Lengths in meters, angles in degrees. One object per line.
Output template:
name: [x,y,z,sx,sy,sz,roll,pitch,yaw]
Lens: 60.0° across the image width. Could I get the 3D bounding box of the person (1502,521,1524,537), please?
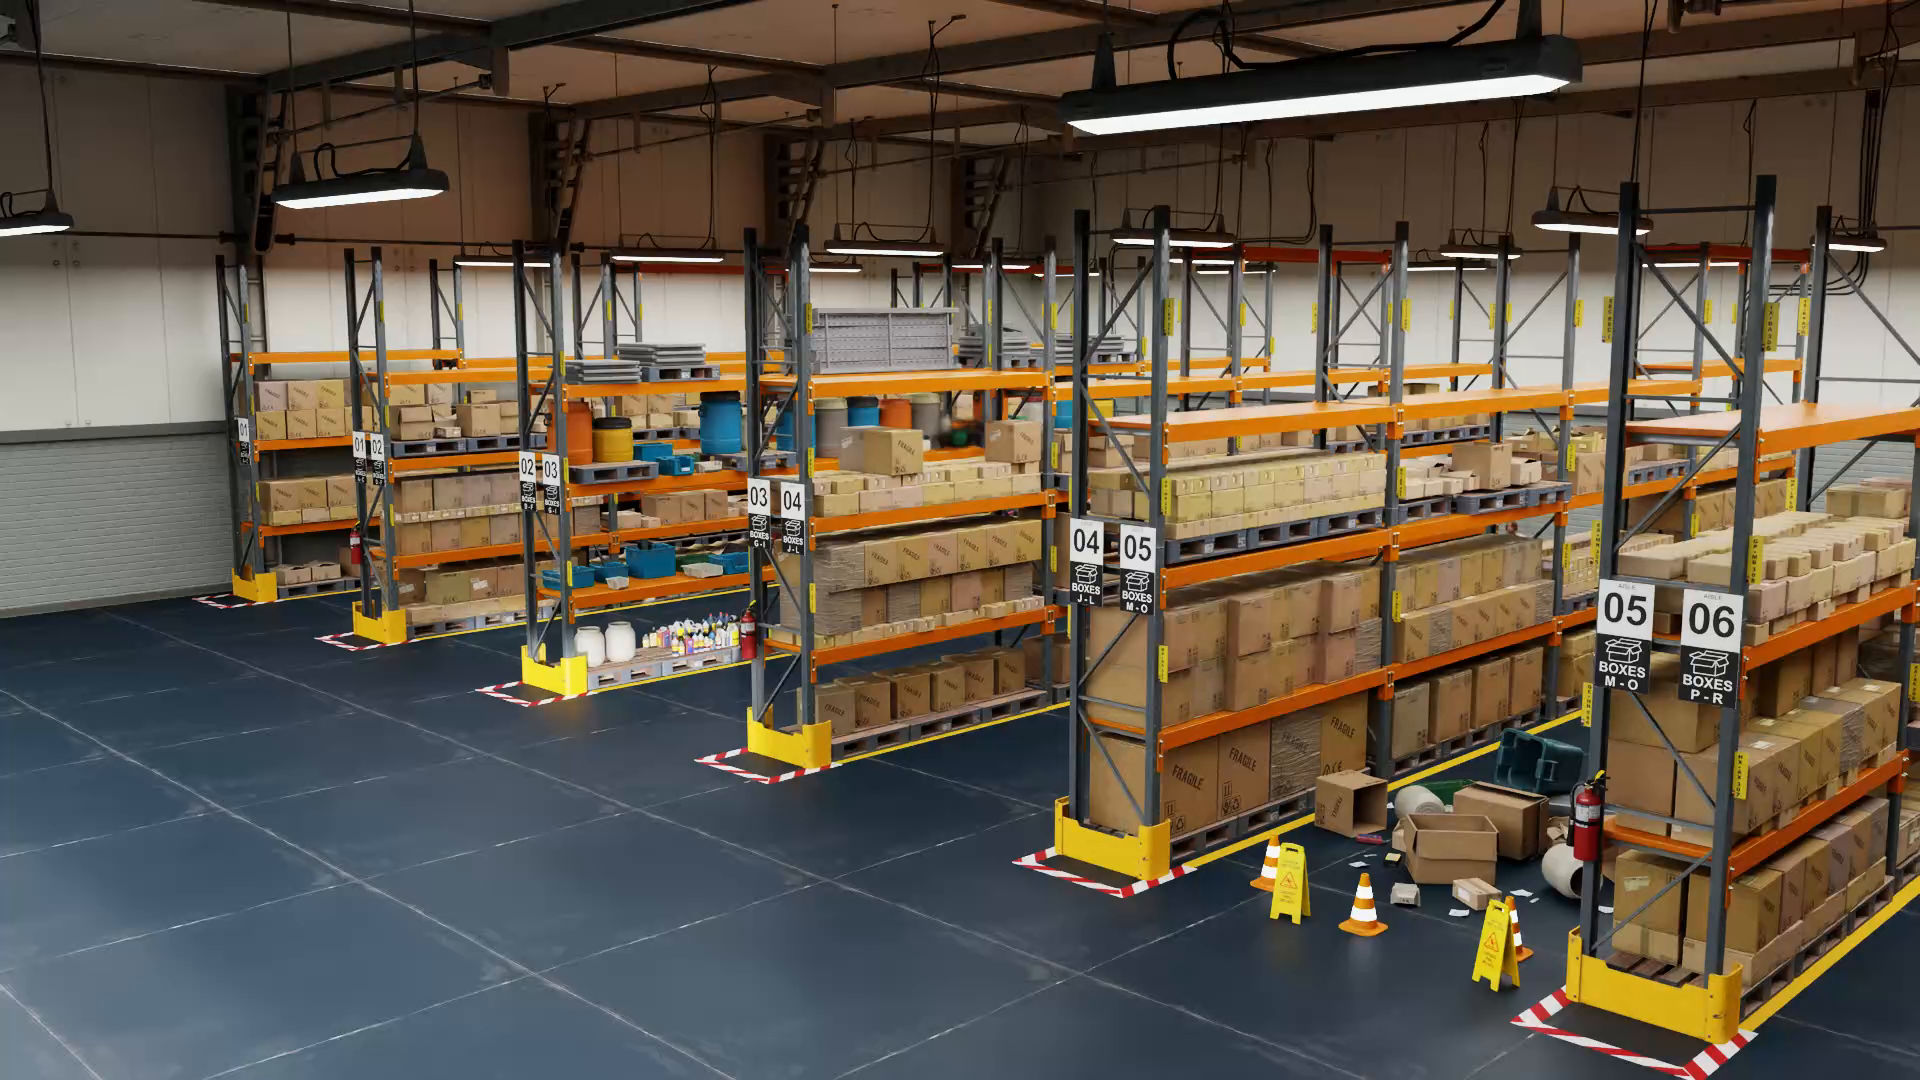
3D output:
person: [9.148,0.512,27.672,0.524,1.529,0.703,7,11,40]
